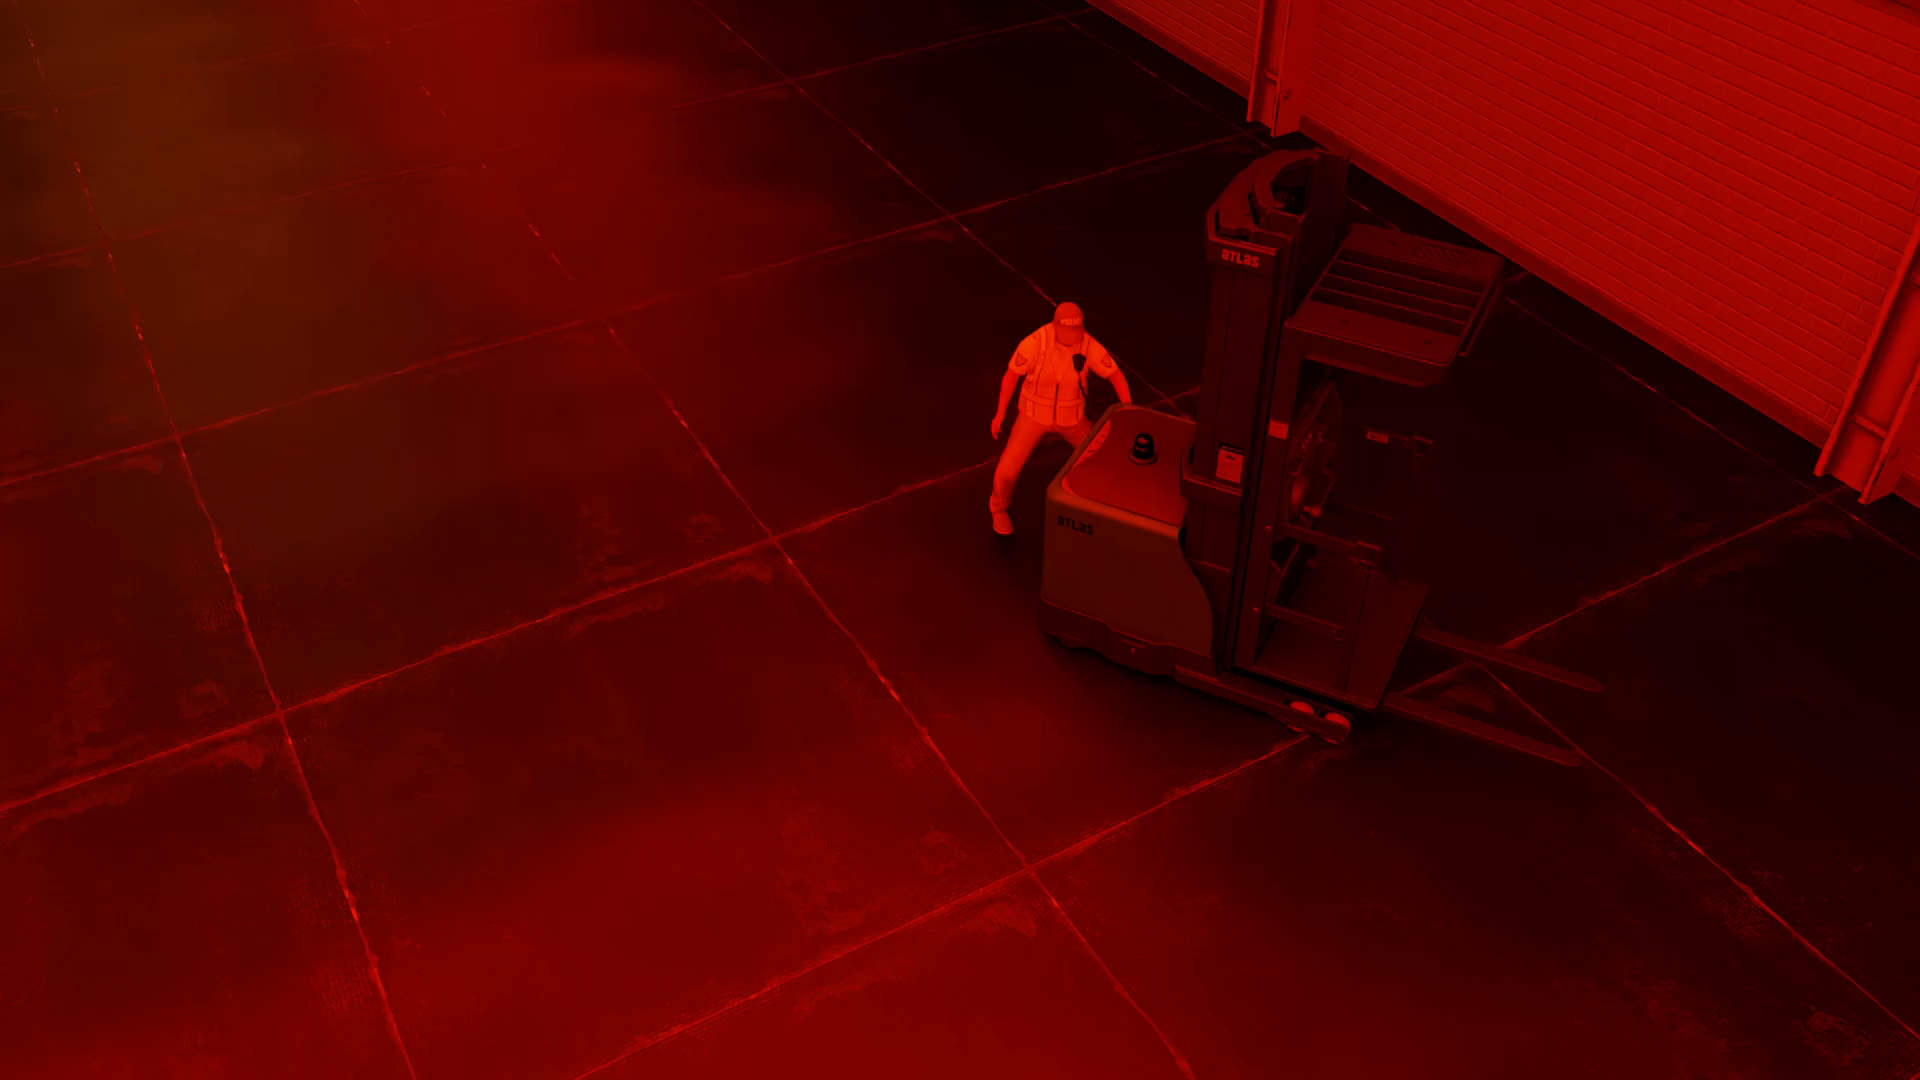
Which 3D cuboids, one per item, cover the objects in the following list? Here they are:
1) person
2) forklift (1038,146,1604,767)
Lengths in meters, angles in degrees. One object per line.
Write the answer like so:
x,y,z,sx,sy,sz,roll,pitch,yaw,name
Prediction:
0.634,-0.761,10.089,0.895,1.546,0.696,1,40,1,person
2.001,-0.417,8.539,3.031,2.935,1.130,18,43,21,forklift
